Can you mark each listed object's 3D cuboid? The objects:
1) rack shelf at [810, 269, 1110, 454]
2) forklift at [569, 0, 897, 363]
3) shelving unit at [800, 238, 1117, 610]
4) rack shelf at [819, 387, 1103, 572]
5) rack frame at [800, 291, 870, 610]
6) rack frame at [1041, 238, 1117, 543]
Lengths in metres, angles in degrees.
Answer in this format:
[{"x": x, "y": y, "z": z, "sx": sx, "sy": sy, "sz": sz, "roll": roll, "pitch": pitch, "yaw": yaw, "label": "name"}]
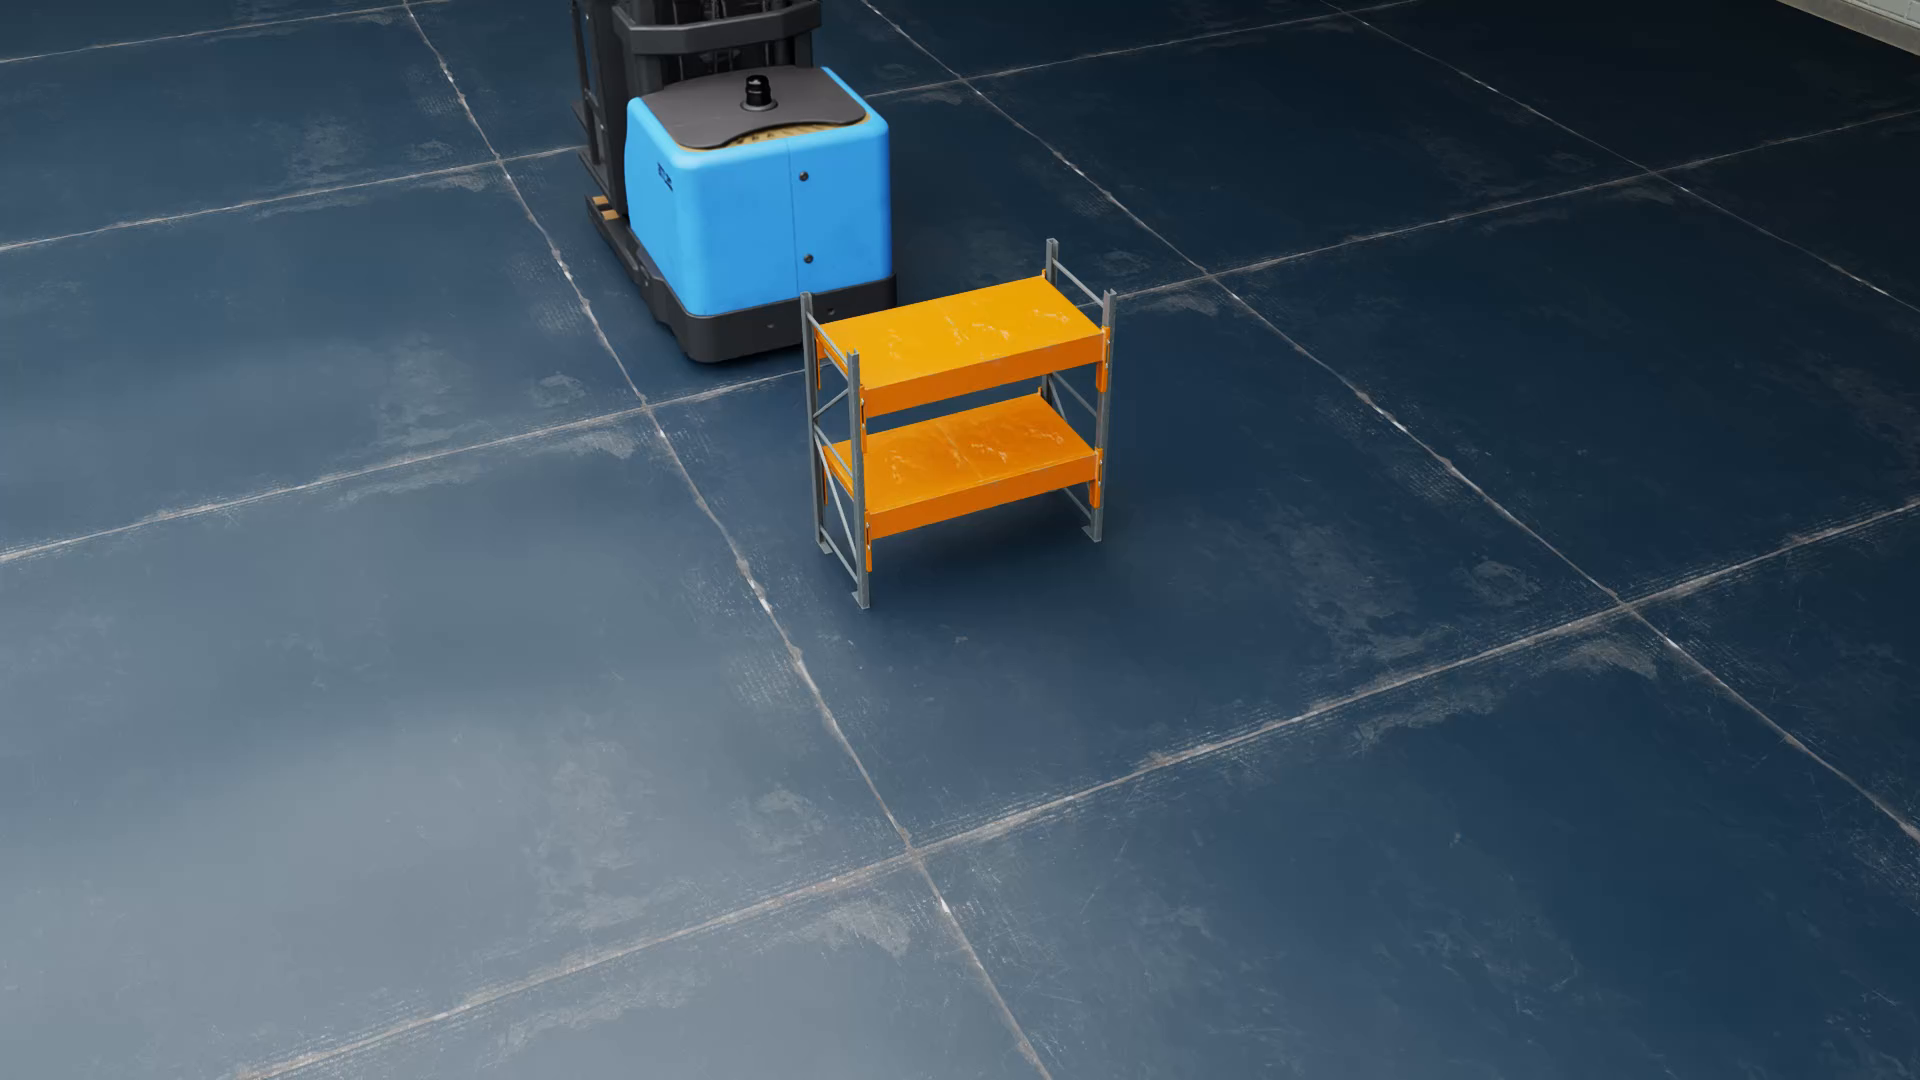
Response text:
[{"x": -0.006, "y": -0.685, "z": 6.238, "sx": 1.000, "sy": 0.278, "sz": 0.538, "roll": -16, "pitch": 39, "yaw": -20, "label": "rack shelf"}, {"x": -1.378, "y": -2.874, "z": 8.164, "sx": 1.130, "sy": 2.935, "sz": 3.031, "roll": -15, "pitch": 39, "yaw": -20, "label": "forklift"}, {"x": -0.006, "y": -0.450, "z": 6.413, "sx": 1.048, "sy": 1.125, "sz": 0.538, "roll": -16, "pitch": 39, "yaw": -20, "label": "shelving unit"}, {"x": -0.006, "y": -0.254, "z": 6.558, "sx": 1.000, "sy": 0.278, "sz": 0.538, "roll": -16, "pitch": 39, "yaw": -20, "label": "rack shelf"}, {"x": -0.466, "y": -0.321, "z": 6.239, "sx": 0.032, "sy": 1.125, "sz": 0.500, "roll": -16, "pitch": 39, "yaw": -20, "label": "rack frame"}, {"x": 0.454, "y": -0.579, "z": 6.586, "sx": 0.032, "sy": 1.125, "sz": 0.500, "roll": -16, "pitch": 39, "yaw": -20, "label": "rack frame"}]
